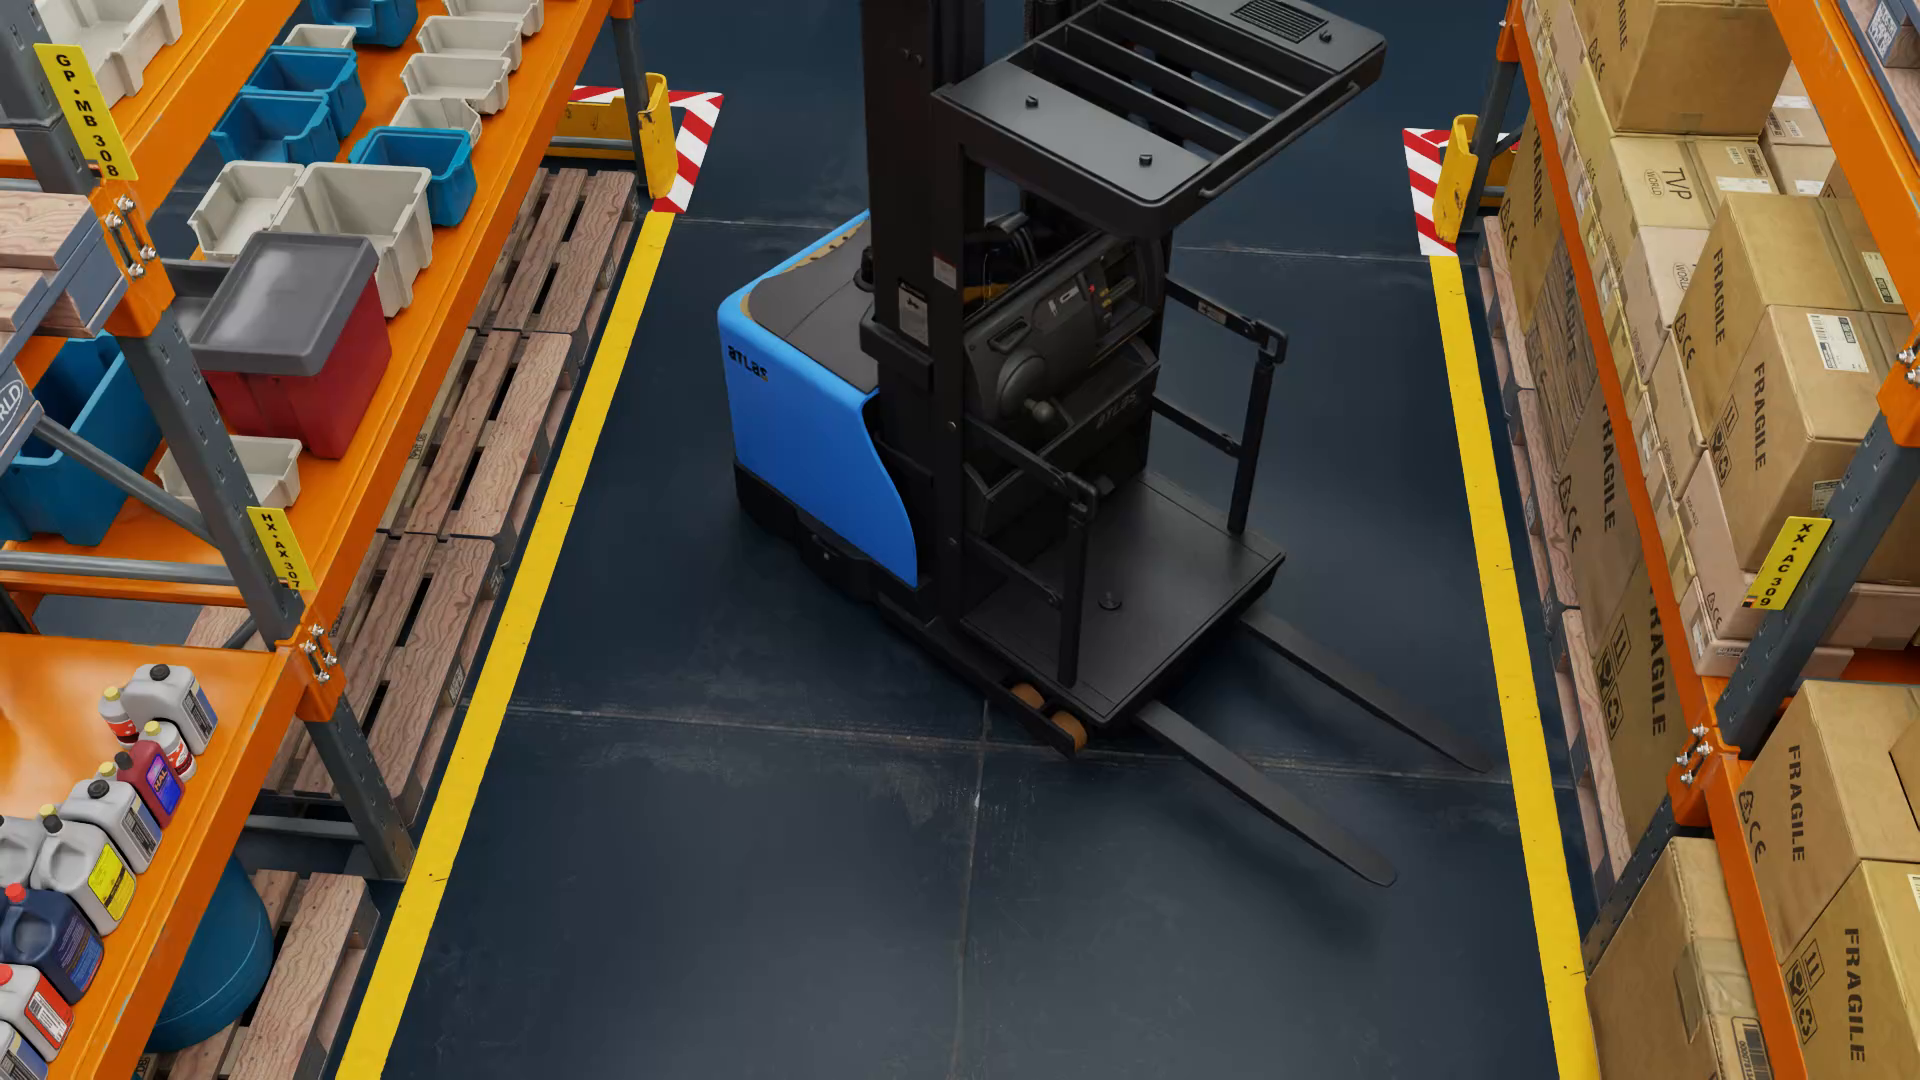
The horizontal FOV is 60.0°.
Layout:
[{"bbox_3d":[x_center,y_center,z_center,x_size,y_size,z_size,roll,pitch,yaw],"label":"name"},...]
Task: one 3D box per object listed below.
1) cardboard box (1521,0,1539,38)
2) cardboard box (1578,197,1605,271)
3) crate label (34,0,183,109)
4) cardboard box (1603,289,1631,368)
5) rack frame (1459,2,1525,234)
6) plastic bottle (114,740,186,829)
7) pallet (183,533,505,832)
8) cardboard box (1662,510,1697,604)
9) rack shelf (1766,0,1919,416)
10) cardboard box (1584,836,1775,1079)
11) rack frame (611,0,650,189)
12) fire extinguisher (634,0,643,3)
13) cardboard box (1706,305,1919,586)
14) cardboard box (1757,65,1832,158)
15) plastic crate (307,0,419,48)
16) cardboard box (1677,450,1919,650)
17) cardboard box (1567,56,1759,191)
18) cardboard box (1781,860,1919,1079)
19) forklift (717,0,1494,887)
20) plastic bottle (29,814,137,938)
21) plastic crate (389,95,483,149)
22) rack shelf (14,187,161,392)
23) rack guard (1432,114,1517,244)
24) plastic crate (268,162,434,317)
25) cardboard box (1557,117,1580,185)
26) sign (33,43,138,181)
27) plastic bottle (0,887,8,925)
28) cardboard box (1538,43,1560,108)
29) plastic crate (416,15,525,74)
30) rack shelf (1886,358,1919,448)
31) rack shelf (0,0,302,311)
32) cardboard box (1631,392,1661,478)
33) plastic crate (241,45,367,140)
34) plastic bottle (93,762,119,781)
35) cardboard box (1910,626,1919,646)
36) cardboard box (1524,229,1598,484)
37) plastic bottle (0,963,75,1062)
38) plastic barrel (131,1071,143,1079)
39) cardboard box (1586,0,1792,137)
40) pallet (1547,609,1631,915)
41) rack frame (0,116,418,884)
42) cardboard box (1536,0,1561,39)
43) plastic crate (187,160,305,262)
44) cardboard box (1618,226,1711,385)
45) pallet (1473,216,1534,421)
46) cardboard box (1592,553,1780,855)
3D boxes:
[{"bbox_3d":[2.553,-2.202,6.901,0.380,0.149,0.250,4,48,4],"label":"cardboard box"},{"bbox_3d":[2.414,-1.071,5.867,0.380,0.149,0.250,3,48,3],"label":"cardboard box"},{"bbox_3d":[-2.050,-1.182,3.944,0.293,0.136,0.466,4,48,4],"label":"crate label"},{"bbox_3d":[2.368,-0.691,5.520,0.380,0.149,0.250,3,48,3],"label":"cardboard box"},{"bbox_3d":[2.914,-2.525,7.027,1.000,3.000,0.127,4,48,4],"label":"rack frame"},{"bbox_3d":[-2.072,0.605,4.243,0.061,0.283,0.133,4,48,4],"label":"plastic bottle"},{"bbox_3d":[-2.354,0.479,6.168,1.003,0.211,1.213,4,48,4],"label":"pallet"},{"bbox_3d":[2.274,0.063,4.829,0.380,0.149,0.250,5,48,4],"label":"cardboard box"},{"bbox_3d":[2.732,-1.825,4.841,1.077,0.370,4.000,4,48,4],"label":"rack shelf"},{"bbox_3d":[2.511,1.461,4.536,1.225,0.875,0.875,4,48,4],"label":"cardboard box"},{"bbox_3d":[-2.018,-2.858,7.331,1.000,3.000,0.127,4,48,4],"label":"rack frame"},{"bbox_3d":[-1.552,-2.786,7.571,0.296,0.674,0.183,4,48,4],"label":"fire extinguisher"},{"bbox_3d":[2.325,-0.244,4.333,0.500,0.500,0.500,5,48,5],"label":"cardboard box"},{"bbox_3d":[3.041,-1.454,5.947,0.500,0.250,0.500,2,48,2],"label":"cardboard box"},{"bbox_3d":[-2.429,-2.179,6.783,0.416,0.233,0.300,4,48,4],"label":"plastic crate"},{"bbox_3d":[2.328,0.022,4.597,0.500,0.250,0.500,3,48,3],"label":"cardboard box"},{"bbox_3d":[2.511,-1.489,5.979,0.500,0.250,0.500,2,48,2],"label":"cardboard box"},{"bbox_3d":[2.214,1.071,3.670,0.500,0.500,0.500,4,48,4],"label":"cardboard box"},{"bbox_3d":[0.512,-0.648,5.356,3.031,2.935,1.130,34,56,27],"label":"forklift"},{"bbox_3d":[-2.141,0.795,4.023,0.144,0.351,0.185,4,48,4],"label":"plastic bottle"},{"bbox_3d":[-1.963,-1.541,6.265,0.298,0.136,0.250,4,48,4],"label":"plastic crate"},{"bbox_3d":[-2.565,0.781,2.457,1.077,0.370,4.000,4,48,4],"label":"rack shelf"},{"bbox_3d":[2.916,-1.699,7.965,1.175,0.500,0.348,4,48,4],"label":"rack guard"},{"bbox_3d":[-2.060,-1.009,5.679,0.437,0.282,0.530,4,48,4],"label":"plastic crate"},{"bbox_3d":[2.461,-1.446,6.210,0.380,0.149,0.250,3,48,3],"label":"cardboard box"},{"bbox_3d":[-1.835,-0.896,3.498,0.100,0.325,0.005,4,48,4],"label":"sign"},{"bbox_3d":[-2.301,0.921,3.908,0.144,0.351,0.185,4,48,4],"label":"plastic bottle"},{"bbox_3d":[2.508,-1.825,6.556,0.380,0.149,0.250,3,48,3],"label":"cardboard box"},{"bbox_3d":[-1.953,-1.966,6.653,0.396,0.136,0.243,4,48,4],"label":"plastic crate"},{"bbox_3d":[2.367,1.114,2.153,1.077,0.370,4.000,4,48,4],"label":"rack shelf"},{"bbox_3d":[-2.201,-2.158,5.146,1.077,0.370,4.000,4,48,4],"label":"rack shelf"},{"bbox_3d":[2.321,-0.314,5.174,0.380,0.149,0.250,5,48,4],"label":"cardboard box"},{"bbox_3d":[-2.489,-1.695,6.340,0.416,0.233,0.300,4,48,4],"label":"plastic crate"},{"bbox_3d":[-2.153,0.641,4.266,0.097,0.201,0.097,0,48,0],"label":"plastic bottle"},{"bbox_3d":[2.853,0.037,4.583,0.500,0.250,0.500,3,48,3],"label":"cardboard box"},{"bbox_3d":[2.852,-0.805,6.609,0.875,0.875,0.875,4,48,4],"label":"cardboard box"},{"bbox_3d":[-2.176,1.074,3.819,0.152,0.276,0.135,4,48,4],"label":"plastic bottle"},{"bbox_3d":[-2.514,1.567,4.422,0.600,0.901,0.708,4,48,4],"label":"plastic barrel"},{"bbox_3d":[2.515,-1.745,5.705,0.500,0.500,0.500,3,48,2],"label":"cardboard box"},{"bbox_3d":[2.697,0.802,5.873,1.003,0.211,1.213,4,48,4],"label":"pallet"},{"bbox_3d":[-2.383,0.081,4.643,1.000,3.000,0.127,4,48,4],"label":"rack frame"},{"bbox_3d":[2.601,-2.240,6.666,0.500,0.250,0.500,3,48,2],"label":"cardboard box"},{"bbox_3d":[-2.523,-1.150,5.907,0.293,0.136,0.466,4,48,4],"label":"plastic crate"},{"bbox_3d":[2.419,-0.733,5.288,0.500,0.250,0.500,5,48,4],"label":"cardboard box"},{"bbox_3d":[2.919,-0.991,7.513,1.003,0.211,1.213,4,48,4],"label":"pallet"},{"bbox_3d":[2.689,0.510,5.406,0.875,0.875,0.875,4,48,4],"label":"cardboard box"}]
